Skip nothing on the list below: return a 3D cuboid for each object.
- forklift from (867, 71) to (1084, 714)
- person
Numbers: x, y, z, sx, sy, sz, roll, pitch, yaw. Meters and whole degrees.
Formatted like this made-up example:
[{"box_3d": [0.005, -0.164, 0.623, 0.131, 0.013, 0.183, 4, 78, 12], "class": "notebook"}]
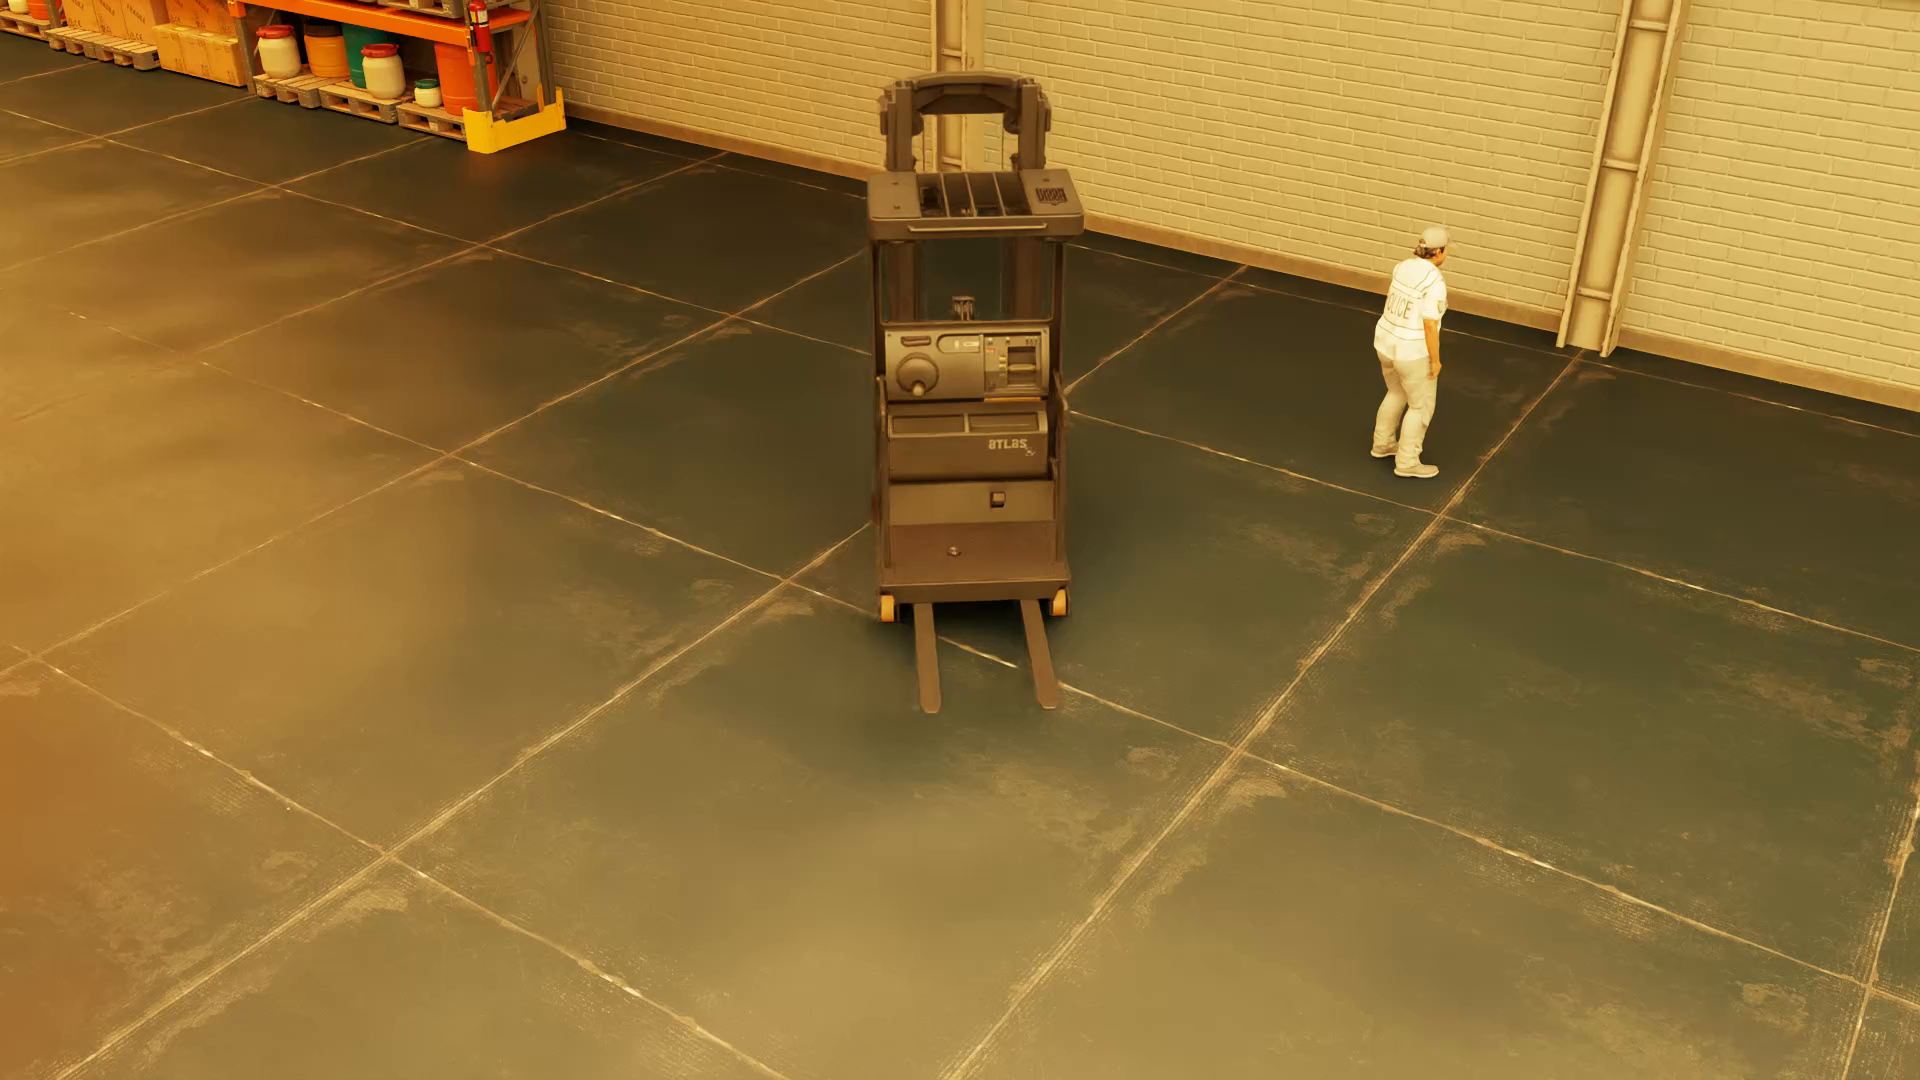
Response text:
[{"box_3d": [0.058, -0.957, 9.230, 1.130, 2.935, 3.031, -2, 30, -3], "class": "forklift"}, {"box_3d": [3.010, -1.253, 11.003, 0.467, 1.665, 0.557, -11, 32, -18], "class": "person"}]
